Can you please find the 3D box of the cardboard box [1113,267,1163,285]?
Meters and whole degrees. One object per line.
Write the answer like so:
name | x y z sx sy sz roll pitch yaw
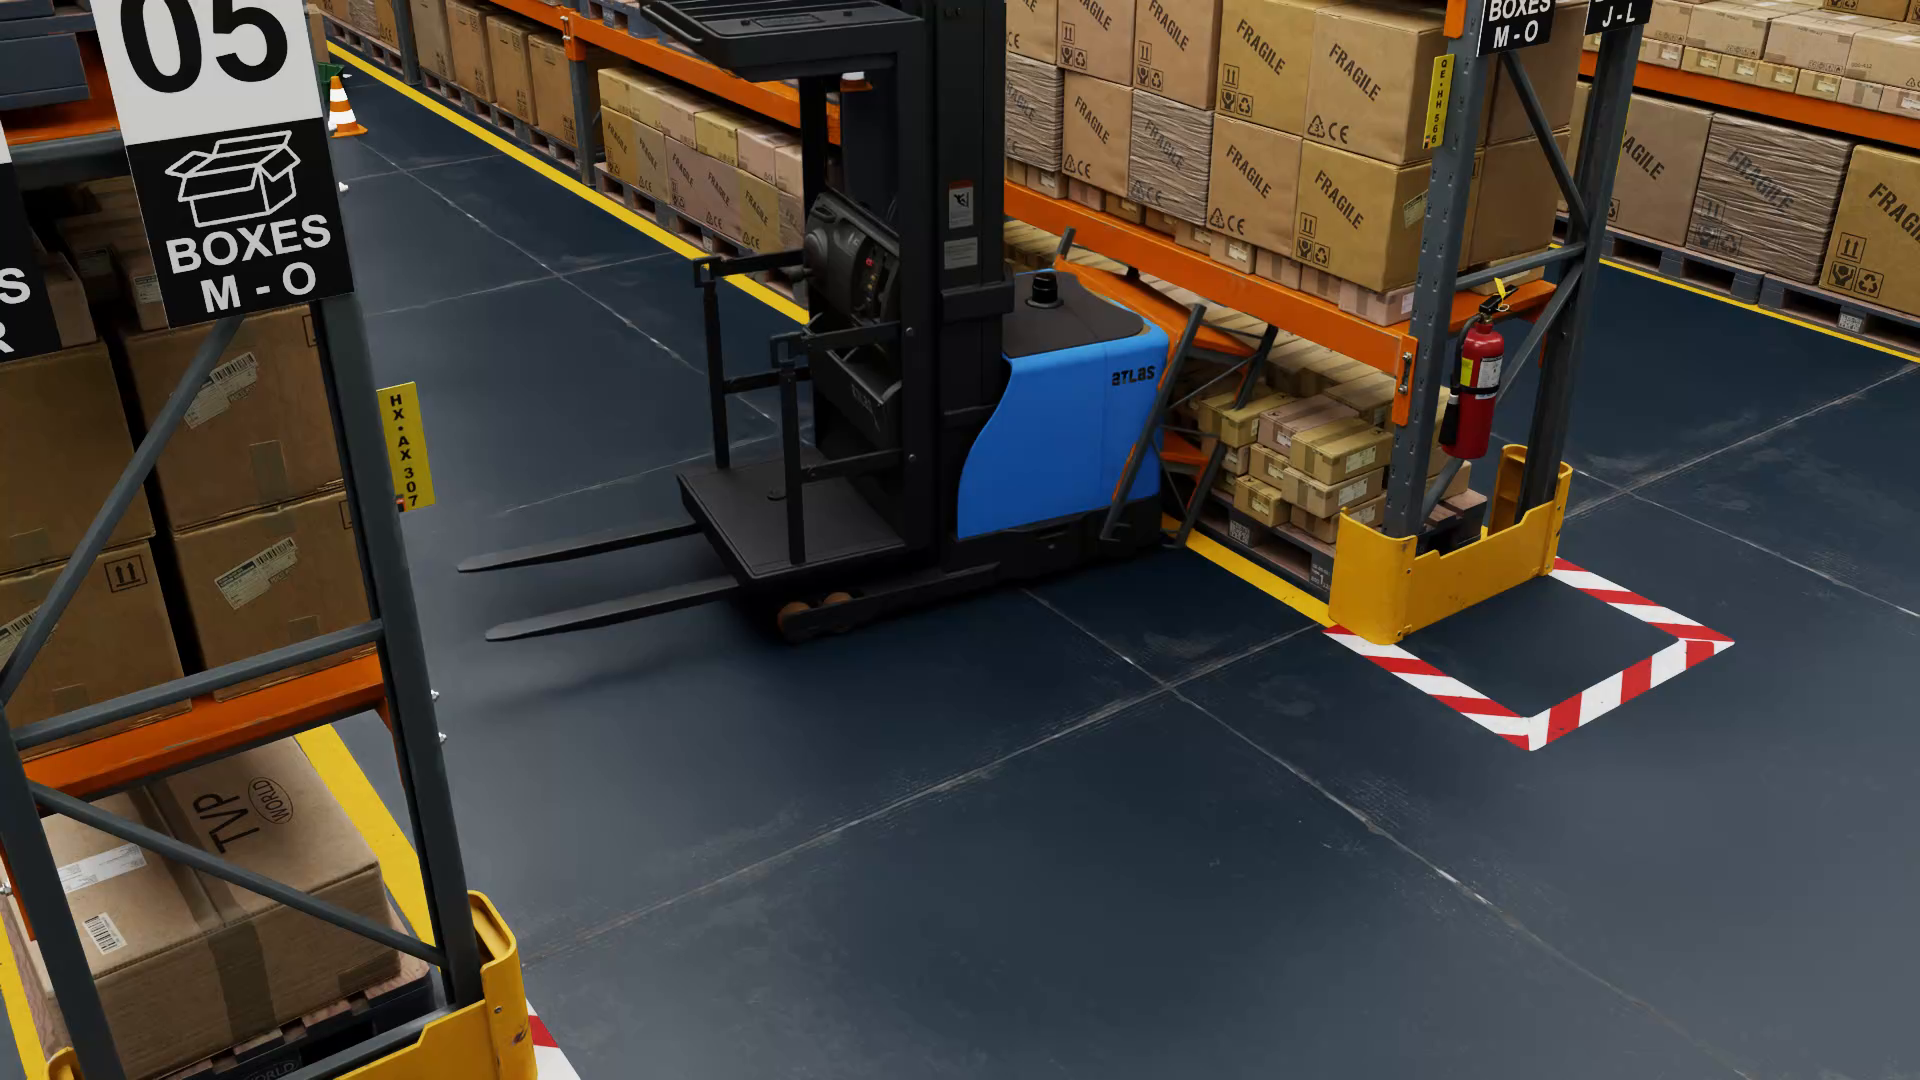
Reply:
cardboard box | 0.923 -1.361 9.036 0.380 0.149 0.250 -21 35 -33

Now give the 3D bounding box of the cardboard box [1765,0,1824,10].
cardboard box | 5.313 -3.322 10.569 0.500 0.250 0.500 -20 34 -32

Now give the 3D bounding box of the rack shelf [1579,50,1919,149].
rack shelf | 5.114 -2.859 10.626 1.077 0.370 4.000 -19 34 -31

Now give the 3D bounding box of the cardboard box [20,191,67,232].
cardboard box | -2.455 -0.800 4.928 0.500 0.500 0.500 -19 34 -31

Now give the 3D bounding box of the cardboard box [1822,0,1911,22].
cardboard box | 5.620 -3.448 10.015 0.500 0.500 0.500 -20 34 -32

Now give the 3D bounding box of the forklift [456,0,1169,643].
forklift | -0.636 -1.146 6.789 3.031 2.935 1.130 -13 31 -22

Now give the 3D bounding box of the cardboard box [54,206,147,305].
cardboard box | -1.989 -0.720 4.100 0.380 0.149 0.250 -18 33 -29

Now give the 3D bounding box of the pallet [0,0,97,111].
pallet | -2.237 -1.219 3.802 1.003 0.211 1.213 -19 34 -31

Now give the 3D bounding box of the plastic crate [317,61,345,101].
plastic crate | -5.953 -4.224 15.270 0.450 0.188 0.662 6 28 -10

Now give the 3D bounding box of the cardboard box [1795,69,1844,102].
cardboard box | 5.206 -2.731 9.900 0.380 0.149 0.250 -20 34 -32

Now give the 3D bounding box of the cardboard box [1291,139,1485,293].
cardboard box | 1.705 -1.342 6.662 0.500 0.500 0.500 -18 33 -30

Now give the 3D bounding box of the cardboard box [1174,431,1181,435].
cardboard box | 1.032 -0.515 8.103 0.380 0.149 0.250 -20 35 -33

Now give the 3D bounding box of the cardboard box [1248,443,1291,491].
cardboard box | 1.529 -0.369 7.522 0.380 0.149 0.250 -20 34 -32

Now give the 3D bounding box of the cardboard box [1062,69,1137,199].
cardboard box | 0.828 -1.935 7.754 0.500 0.500 0.500 -17 33 -28

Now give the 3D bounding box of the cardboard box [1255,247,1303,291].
cardboard box | 1.484 -1.203 7.085 0.380 0.149 0.250 -19 34 -31

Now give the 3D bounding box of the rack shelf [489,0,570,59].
rack shelf | -3.625 -4.636 13.896 1.077 0.370 4.000 -19 34 -31

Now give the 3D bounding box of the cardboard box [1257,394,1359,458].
cardboard box | 1.563 -0.507 7.464 0.380 0.149 0.250 -18 33 -30

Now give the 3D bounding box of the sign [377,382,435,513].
sign | -1.343 -0.221 4.024 0.100 0.325 0.005 -19 34 -31

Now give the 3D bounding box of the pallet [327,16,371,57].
pallet | -5.875 -5.296 17.280 1.003 0.211 1.213 -19 34 -31

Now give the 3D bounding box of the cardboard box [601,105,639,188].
cardboard box | -2.263 -2.915 12.153 0.500 0.500 0.500 -20 35 -33

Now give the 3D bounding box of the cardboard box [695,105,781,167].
cardboard box | -1.388 -2.659 10.897 0.500 0.250 0.500 -20 35 -33

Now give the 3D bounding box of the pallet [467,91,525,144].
pallet | -3.565 -3.750 14.434 1.003 0.211 1.213 -19 34 -31

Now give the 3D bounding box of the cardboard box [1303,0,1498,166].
cardboard box | 1.707 -1.787 6.434 0.500 0.500 0.500 -20 34 -32

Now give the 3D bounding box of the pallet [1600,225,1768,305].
pallet | 5.043 -1.936 11.093 1.003 0.211 1.213 -19 34 -31

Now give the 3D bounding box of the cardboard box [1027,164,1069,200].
cardboard box | 0.556 -1.810 8.202 0.380 0.149 0.250 -17 33 -29

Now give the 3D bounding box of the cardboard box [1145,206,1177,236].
cardboard box | 1.080 -1.527 7.683 0.380 0.149 0.250 -20 35 -33

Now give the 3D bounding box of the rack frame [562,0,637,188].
rack frame | -2.465 -4.174 12.293 1.000 3.000 0.127 -19 34 -31

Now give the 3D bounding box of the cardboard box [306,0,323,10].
cardboard box | -6.658 -6.290 17.975 0.875 0.875 0.875 -19 34 -30

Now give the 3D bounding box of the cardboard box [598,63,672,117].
cardboard box | -2.262 -3.255 11.993 0.500 0.250 0.500 -20 35 -33

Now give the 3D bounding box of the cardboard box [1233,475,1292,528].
cardboard box | 1.468 -0.215 7.550 0.380 0.149 0.250 -18 33 -29

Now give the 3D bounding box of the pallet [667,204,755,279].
pallet | -1.310 -2.171 11.526 1.003 0.211 1.213 -19 34 -31

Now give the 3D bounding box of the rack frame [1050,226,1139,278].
rack frame | 0.515 -0.950 8.126 0.500 1.125 0.032 7 24 -36

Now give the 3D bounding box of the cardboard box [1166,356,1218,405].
cardboard box | 1.009 -0.779 7.966 0.380 0.149 0.250 -17 33 -29

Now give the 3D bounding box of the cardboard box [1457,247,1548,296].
cardboard box | 2.254 -1.170 7.025 0.380 0.149 0.250 -19 34 -31

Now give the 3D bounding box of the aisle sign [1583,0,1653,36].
aisle sign | 2.462 -2.261 6.047 0.394 0.787 0.004 -19 34 -31

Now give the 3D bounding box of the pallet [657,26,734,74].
pallet | -1.284 -3.332 10.943 1.003 0.211 1.213 -19 34 -31

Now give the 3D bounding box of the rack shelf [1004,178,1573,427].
rack shelf | 1.015 -1.526 8.170 1.077 0.370 4.000 -19 34 -31

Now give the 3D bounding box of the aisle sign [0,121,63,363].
aisle sign | -2.009 -0.683 3.141 0.394 0.787 0.004 -19 34 -31

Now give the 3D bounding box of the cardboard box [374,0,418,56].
cardboard box | -5.093 -5.244 16.049 0.875 0.875 0.875 -18 33 -30

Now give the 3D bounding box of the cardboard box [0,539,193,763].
cardboard box | -2.294 0.187 4.157 0.500 0.500 0.500 -19 34 -30

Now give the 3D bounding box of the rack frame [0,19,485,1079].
rack frame | -1.798 0.345 3.971 1.000 3.000 0.127 -19 34 -31

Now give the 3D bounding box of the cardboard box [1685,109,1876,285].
cardboard box | 5.310 -2.229 10.498 0.875 0.875 0.875 -19 34 -31

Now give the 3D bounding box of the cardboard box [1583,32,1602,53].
cardboard box | 4.314 -3.329 11.001 0.380 0.149 0.250 -20 34 -32

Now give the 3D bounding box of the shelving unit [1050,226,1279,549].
shelving unit | 0.765 -0.715 7.751 0.538 1.125 1.048 7 24 -36

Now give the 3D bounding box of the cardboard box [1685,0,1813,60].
cardboard box | 4.882 -3.174 10.297 0.500 0.250 0.500 -19 34 -31

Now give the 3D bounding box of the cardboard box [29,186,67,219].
cardboard box | -2.409 -1.037 4.685 0.380 0.149 0.250 -18 34 -30

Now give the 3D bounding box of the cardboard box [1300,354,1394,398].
cardboard box | 1.848 -0.762 7.935 0.380 0.149 0.250 -19 34 -31

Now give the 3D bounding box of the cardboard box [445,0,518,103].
cardboard box | -3.796 -4.333 14.502 1.050 0.750 0.750 -19 34 -31

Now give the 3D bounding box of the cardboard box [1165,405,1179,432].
cardboard box | 1.023 -0.652 8.043 0.380 0.149 0.250 -18 33 -30

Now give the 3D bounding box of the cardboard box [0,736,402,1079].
cardboard box | -2.263 1.058 4.904 0.875 0.438 0.875 -20 34 -32

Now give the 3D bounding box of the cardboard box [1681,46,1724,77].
cardboard box | 4.760 -3.030 10.449 0.380 0.149 0.250 -20 34 -32

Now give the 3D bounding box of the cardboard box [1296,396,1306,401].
cardboard box | 1.754 -0.594 7.936 0.380 0.149 0.250 -18 33 -30

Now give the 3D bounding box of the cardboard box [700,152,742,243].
cardboard box | -1.371 -2.323 11.064 0.500 0.500 0.500 -20 34 -32

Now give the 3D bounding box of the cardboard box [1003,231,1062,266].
cardboard box | 0.454 -1.658 9.583 0.380 0.149 0.250 -18 33 -30

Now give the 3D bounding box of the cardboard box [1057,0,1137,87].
cardboard box | 0.795 -2.389 7.541 0.500 0.500 0.500 -20 34 -32

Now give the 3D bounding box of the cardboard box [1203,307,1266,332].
cardboard box | 1.369 -1.061 8.485 0.380 0.149 0.250 -18 33 -30
